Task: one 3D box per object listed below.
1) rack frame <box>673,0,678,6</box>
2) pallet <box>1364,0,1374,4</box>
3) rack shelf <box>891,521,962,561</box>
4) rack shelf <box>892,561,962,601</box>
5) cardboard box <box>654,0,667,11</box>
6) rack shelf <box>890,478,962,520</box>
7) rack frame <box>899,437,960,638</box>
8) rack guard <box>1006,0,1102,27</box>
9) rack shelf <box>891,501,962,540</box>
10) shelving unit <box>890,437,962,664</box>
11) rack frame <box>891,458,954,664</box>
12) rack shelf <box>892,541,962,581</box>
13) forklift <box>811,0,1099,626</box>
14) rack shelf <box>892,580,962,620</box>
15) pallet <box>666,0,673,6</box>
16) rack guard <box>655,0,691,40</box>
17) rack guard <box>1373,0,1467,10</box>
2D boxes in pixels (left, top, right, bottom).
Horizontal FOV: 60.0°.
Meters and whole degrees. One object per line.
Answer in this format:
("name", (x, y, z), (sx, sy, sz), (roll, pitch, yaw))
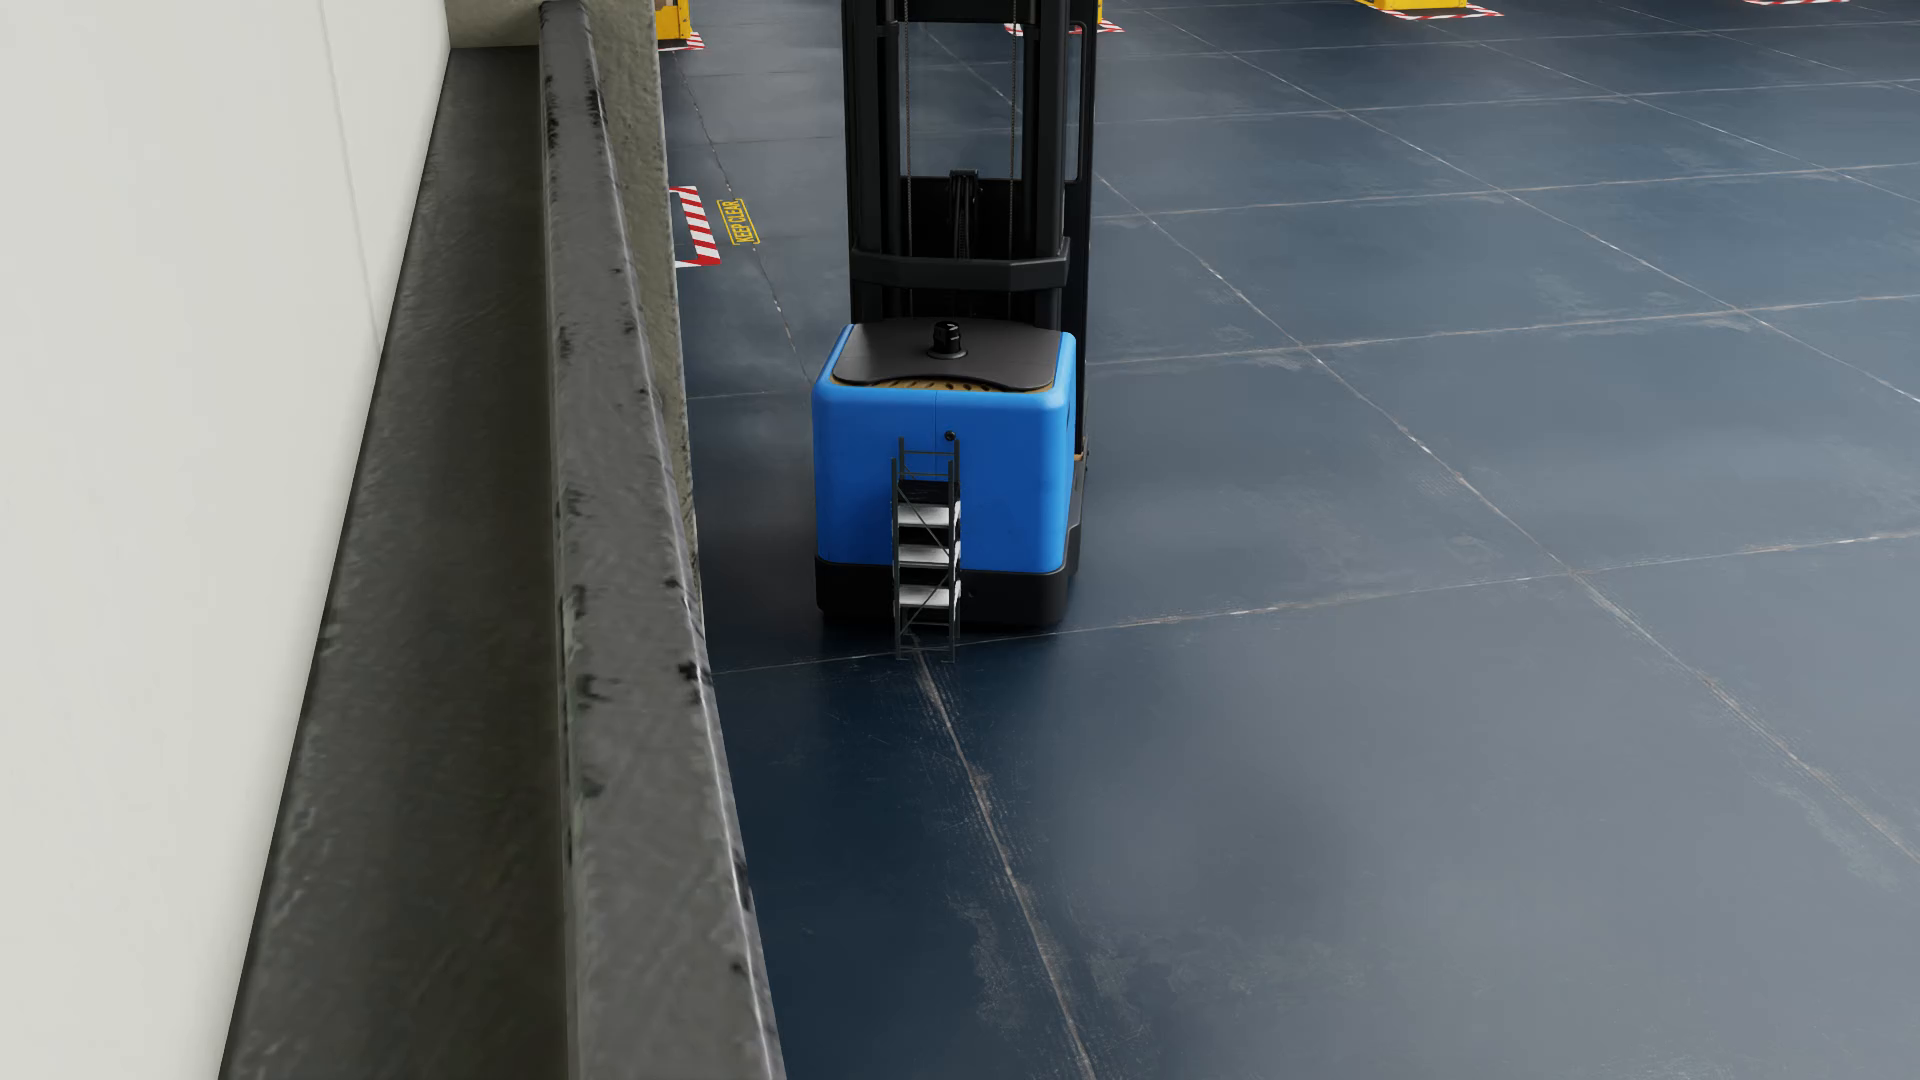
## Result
("rack frame", (-3.706, -7.132, 18.551), (1.000, 3.000, 0.127), (-6, 27, -12))
("pallet", (5.706, -7.279, 21.937), (1.003, 0.211, 1.213), (-6, 27, -12))
("rack shelf", (-0.132, -0.003, 6.632), (0.258, 0.077, 0.200), (3, 27, 6))
("rack shelf", (-0.132, 0.158, 6.713), (0.258, 0.077, 0.200), (3, 27, 6))
("cardboard box", (-3.774, -6.441, 19.678), (0.500, 0.311, 0.500), (-9, 28, -17))
("rack shelf", (-0.132, -0.164, 6.551), (0.258, 0.077, 0.200), (3, 27, 6))
("rack frame", (-0.121, 0.002, 6.748), (0.240, 0.900, 0.006), (3, 27, 6))
("rack guard", (1.125, -6.510, 20.093), (1.175, 0.500, 0.348), (-6, 27, -12))
("rack shelf", (-0.132, -0.084, 6.591), (0.258, 0.077, 0.200), (3, 27, 6))
("shelving unit", (-0.132, 0.047, 6.657), (0.258, 0.900, 0.210), (3, 27, 6))
("rack frame", (-0.143, 0.093, 6.567), (0.240, 0.900, 0.006), (3, 27, 6))
("rack shelf", (-0.132, 0.077, 6.672), (0.258, 0.077, 0.200), (3, 27, 6))
("forklift", (0.068, -1.588, 7.643), (1.130, 2.935, 3.031), (3, 27, 6))
("rack shelf", (-0.132, 0.238, 6.753), (0.258, 0.077, 0.200), (3, 27, 6))
("pallet", (-3.871, -6.281, 19.959), (1.003, 0.211, 1.213), (-6, 27, -12))
("rack guard", (-3.723, -6.049, 19.181), (1.175, 0.500, 0.348), (-6, 27, -12))
("rack guard", (5.884, -7.051, 21.164), (1.175, 0.500, 0.348), (-6, 27, -12))
